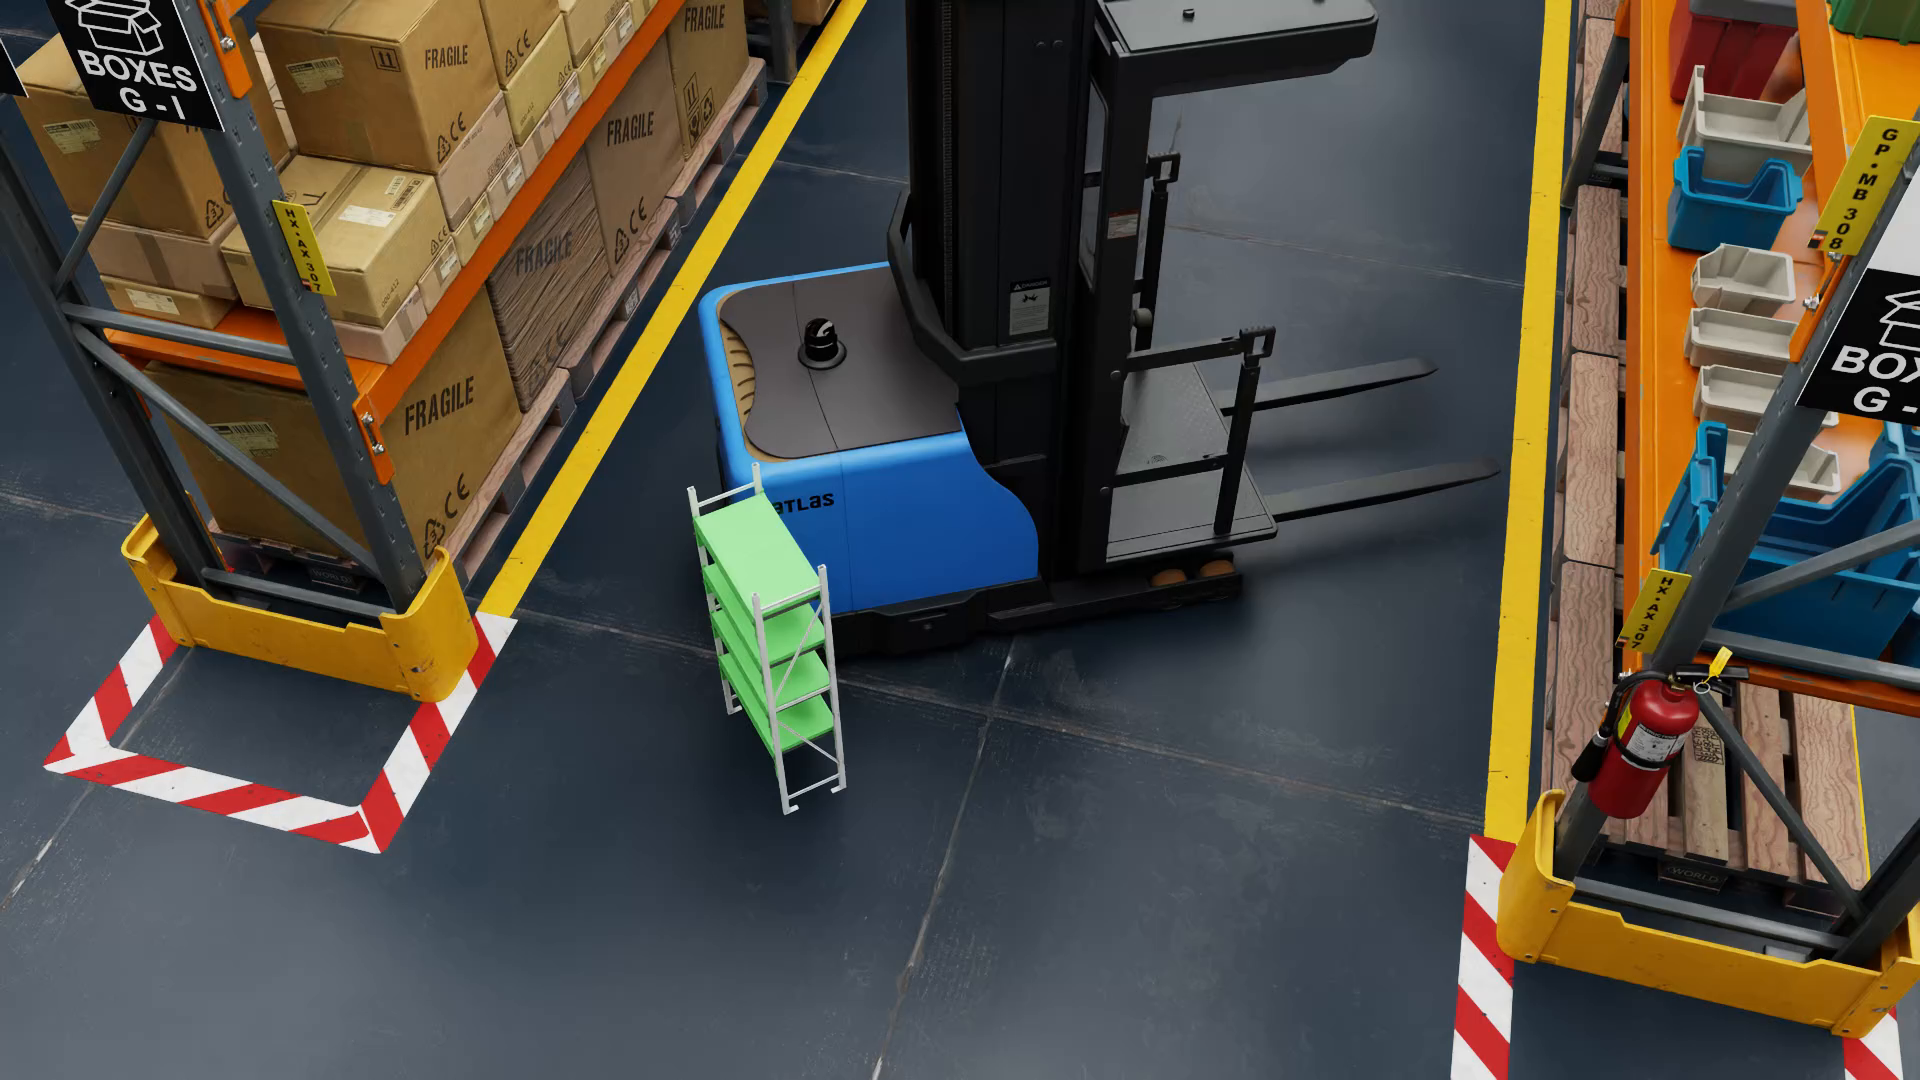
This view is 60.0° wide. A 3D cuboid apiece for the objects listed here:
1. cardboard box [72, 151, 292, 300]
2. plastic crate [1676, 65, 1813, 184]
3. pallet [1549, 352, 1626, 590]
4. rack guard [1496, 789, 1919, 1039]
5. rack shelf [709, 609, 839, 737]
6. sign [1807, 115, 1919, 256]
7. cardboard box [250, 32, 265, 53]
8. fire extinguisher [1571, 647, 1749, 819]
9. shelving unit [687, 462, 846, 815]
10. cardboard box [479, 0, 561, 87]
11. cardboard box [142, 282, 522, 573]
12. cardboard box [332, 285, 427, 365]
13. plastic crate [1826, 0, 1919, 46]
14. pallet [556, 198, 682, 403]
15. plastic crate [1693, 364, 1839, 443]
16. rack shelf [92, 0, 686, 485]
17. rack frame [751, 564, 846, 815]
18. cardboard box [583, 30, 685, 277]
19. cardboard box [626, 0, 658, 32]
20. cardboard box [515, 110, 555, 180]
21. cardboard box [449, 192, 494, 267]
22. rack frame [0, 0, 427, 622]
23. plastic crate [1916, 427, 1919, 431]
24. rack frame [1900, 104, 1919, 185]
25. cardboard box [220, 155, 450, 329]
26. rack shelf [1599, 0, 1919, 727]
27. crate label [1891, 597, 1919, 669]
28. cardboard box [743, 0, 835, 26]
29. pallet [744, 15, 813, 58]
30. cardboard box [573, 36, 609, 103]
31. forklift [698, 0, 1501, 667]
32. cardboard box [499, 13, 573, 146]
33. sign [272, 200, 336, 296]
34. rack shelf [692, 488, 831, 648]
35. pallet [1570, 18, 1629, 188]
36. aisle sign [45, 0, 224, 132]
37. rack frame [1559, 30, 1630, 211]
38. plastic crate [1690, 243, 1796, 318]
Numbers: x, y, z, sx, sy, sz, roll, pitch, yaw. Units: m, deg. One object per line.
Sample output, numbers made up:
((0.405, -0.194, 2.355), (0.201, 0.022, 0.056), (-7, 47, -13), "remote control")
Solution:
((-2.544, -1.088, 5.530), (0.500, 0.250, 0.500), (11, 49, 9), "cardboard box")
((2.836, -1.464, 6.000), (0.437, 0.282, 0.530), (12, 50, 10), "plastic crate")
((2.941, -0.204, 6.708), (1.003, 0.211, 1.213), (12, 50, 10), "pallet")
((2.369, 1.188, 5.286), (1.175, 0.500, 0.348), (12, 50, 10), "rack guard")
((-0.629, 0.400, 5.601), (0.258, 0.148, 0.480), (-22, 52, -19), "rack shelf")
((1.828, -0.713, 3.367), (0.100, 0.325, 0.005), (12, 50, 10), "sign")
((-2.276, -1.823, 6.178), (0.500, 0.250, 0.500), (10, 49, 9), "cardboard box")
((1.885, 0.510, 4.519), (0.296, 0.674, 0.183), (12, 50, 10), "fire extinguisher")
((-0.629, 0.358, 5.553), (0.258, 1.200, 0.503), (-22, 52, -19), "shelving unit")
((-1.766, -1.964, 5.803), (0.500, 0.500, 0.500), (10, 49, 9), "cardboard box")
((-2.324, -0.551, 6.291), (0.875, 0.875, 0.875), (12, 50, 10), "cardboard box")
((-2.003, -0.745, 5.493), (0.380, 0.149, 0.250), (12, 50, 10), "cardboard box")
((2.347, -1.351, 4.001), (0.450, 0.188, 0.336), (12, 50, 10), "plastic crate")
((-1.957, -1.187, 7.575), (1.003, 0.211, 1.213), (12, 50, 10), "pallet")
((2.493, -0.424, 5.178), (0.396, 0.136, 0.243), (12, 50, 10), "plastic crate")
((-1.889, -1.845, 6.776), (1.077, 0.370, 4.000), (12, 50, 10), "rack shelf")
((-0.511, 0.518, 5.411), (0.240, 1.200, 0.015), (-22, 52, -19), "rack frame")
((-1.850, -1.853, 7.440), (0.875, 0.875, 0.875), (12, 50, 10), "cardboard box")
((-1.464, -2.231, 6.805), (0.380, 0.149, 0.250), (11, 49, 9), "cardboard box")
((-1.735, -1.488, 6.149), (0.380, 0.149, 0.250), (11, 49, 9), "cardboard box")
((-1.870, -1.116, 5.820), (0.380, 0.149, 0.250), (11, 49, 9), "cardboard box")
((-2.415, -0.636, 5.230), (1.000, 3.000, 0.127), (12, 50, 10), "rack frame")
((3.089, -0.411, 5.167), (0.250, 0.136, 0.298), (12, 50, 10), "plastic crate")
((2.363, -1.644, 2.118), (1.000, 3.000, 0.127), (12, 50, 10), "rack frame")
((-2.028, -0.979, 5.434), (0.500, 0.250, 0.500), (10, 49, 9), "cardboard box")
((2.890, -0.867, 5.913), (1.077, 0.370, 4.000), (12, 50, 10), "rack shelf")
((2.746, 0.263, 4.507), (0.416, 0.233, 0.303), (12, 50, 10), "crate label")
((-1.213, -3.432, 8.834), (1.225, 0.875, 0.875), (12, 50, 10), "cardboard box")
((-1.232, -3.180, 9.334), (1.003, 0.211, 1.213), (12, 50, 10), "pallet")
((-1.600, -1.857, 6.475), (0.380, 0.149, 0.250), (10, 49, 9), "cardboard box")
((0.607, -1.079, 5.666), (3.031, 2.935, 1.130), (-10, 49, -9), "forklift")
((-1.762, -1.719, 6.087), (0.500, 0.250, 0.500), (10, 49, 9), "cardboard box")
((-1.881, -0.835, 4.775), (0.100, 0.325, 0.005), (12, 50, 10), "sign")
((-0.629, 0.082, 5.241), (0.258, 0.148, 0.480), (-22, 52, -19), "rack shelf")
((3.659, -2.179, 8.451), (1.003, 0.211, 1.213), (12, 50, 10), "pallet")
((-2.145, -1.385, 4.157), (0.394, 0.787, 0.004), (12, 50, 10), "aisle sign")
((3.416, -2.552, 6.920), (1.000, 3.000, 0.127), (12, 50, 10), "rack frame")
((2.603, -0.848, 5.552), (0.298, 0.136, 0.250), (12, 50, 10), "plastic crate")
